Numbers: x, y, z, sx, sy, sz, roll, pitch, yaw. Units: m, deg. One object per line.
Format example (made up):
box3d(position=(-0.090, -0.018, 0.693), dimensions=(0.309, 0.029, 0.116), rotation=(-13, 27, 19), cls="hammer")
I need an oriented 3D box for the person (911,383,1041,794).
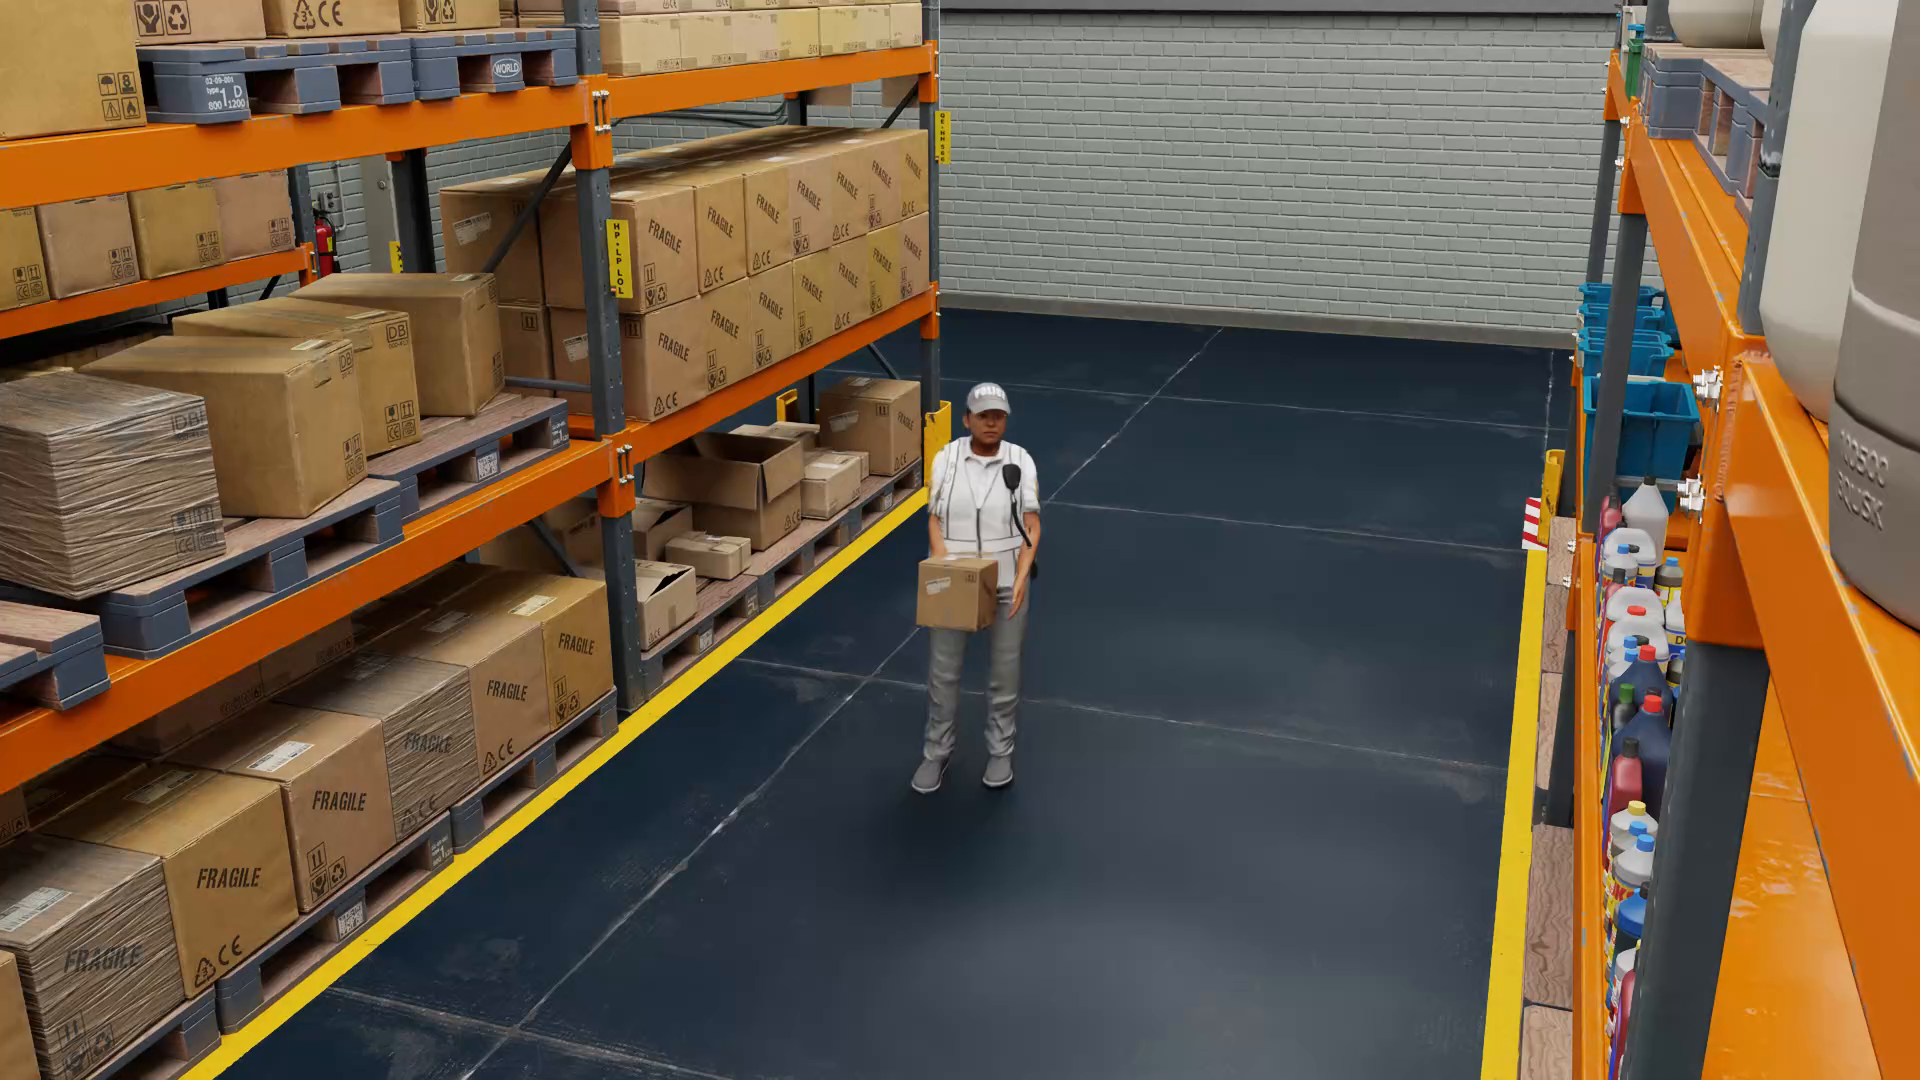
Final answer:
box3d(position=(0.060, 0.202, 6.794), dimensions=(0.537, 1.670, 0.497), rotation=(-1, 19, -2), cls="person")
